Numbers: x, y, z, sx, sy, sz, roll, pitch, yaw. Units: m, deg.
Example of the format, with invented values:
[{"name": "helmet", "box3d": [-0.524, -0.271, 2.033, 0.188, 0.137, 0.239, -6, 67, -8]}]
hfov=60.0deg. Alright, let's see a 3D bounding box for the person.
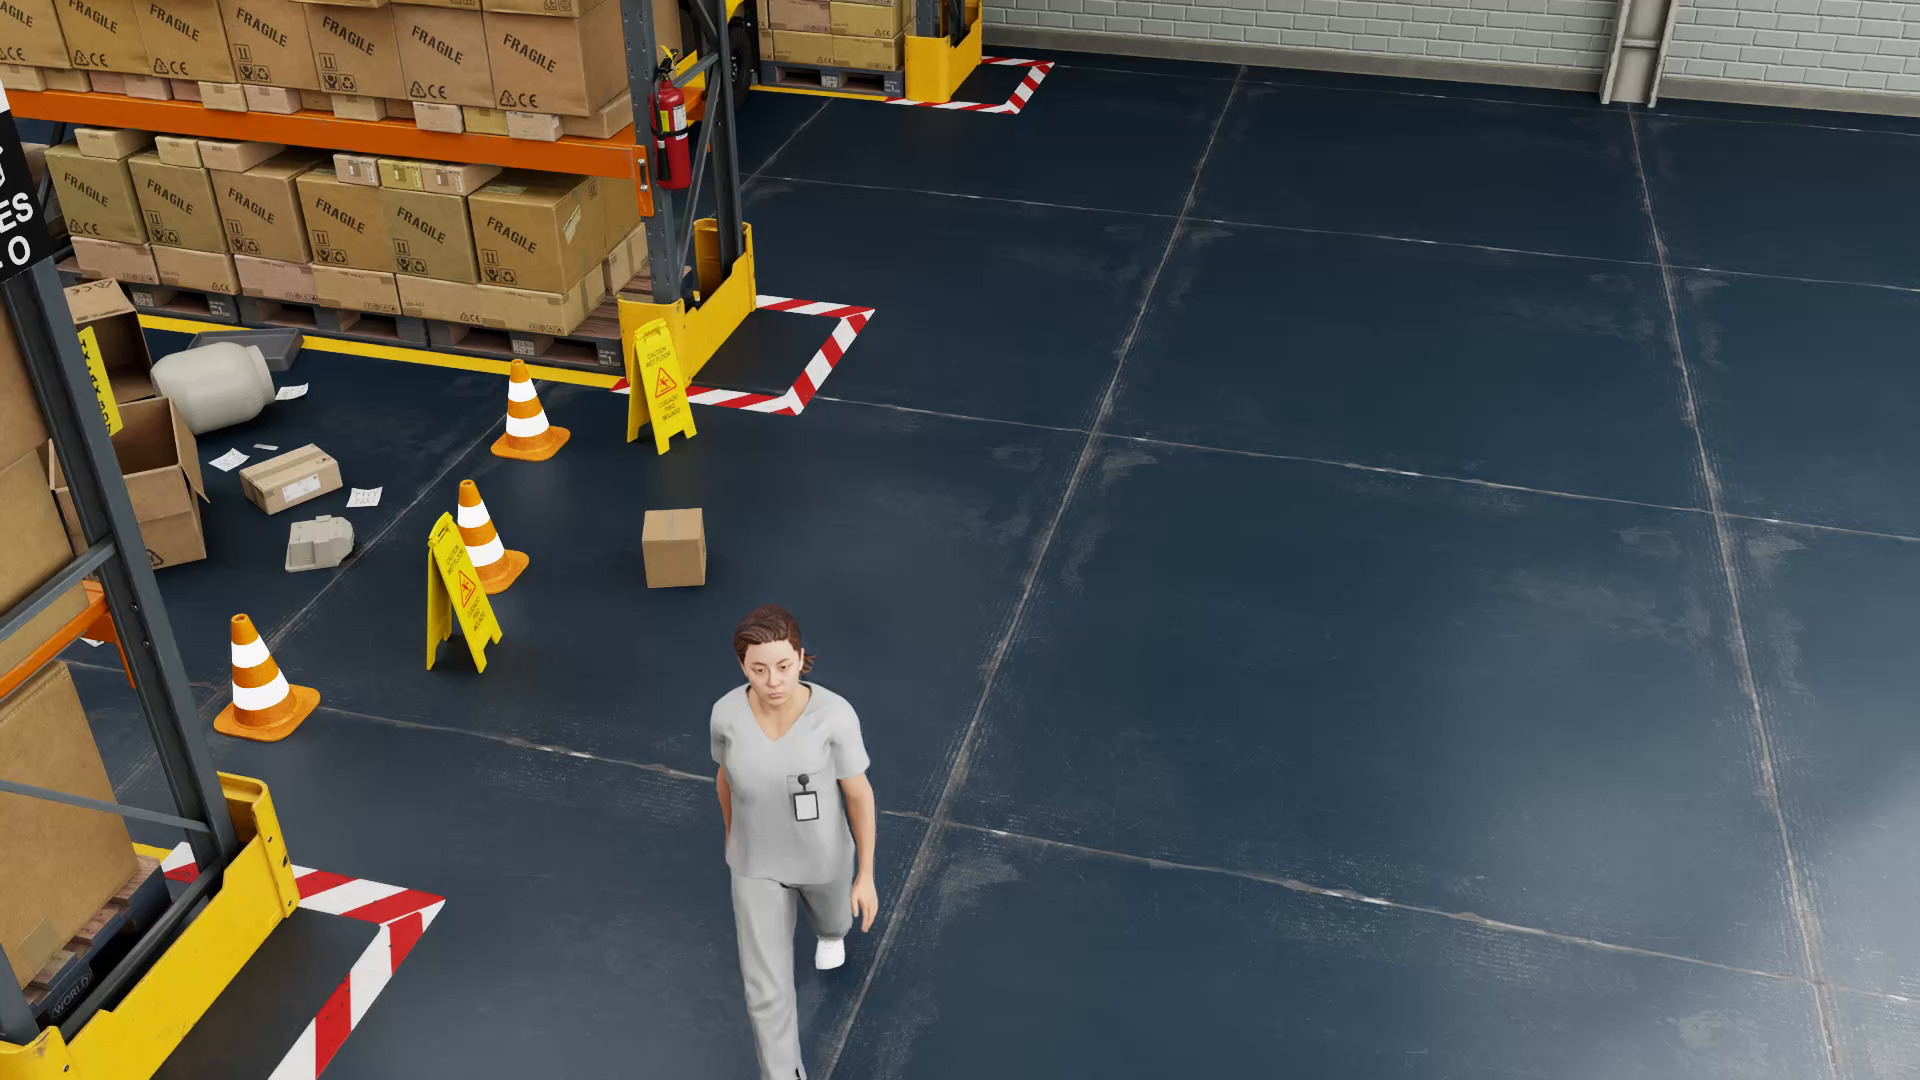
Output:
[{"name": "person", "box3d": [-0.466, 0.899, 4.761, 0.454, 1.617, 1.040, -2, 33, -3]}]
